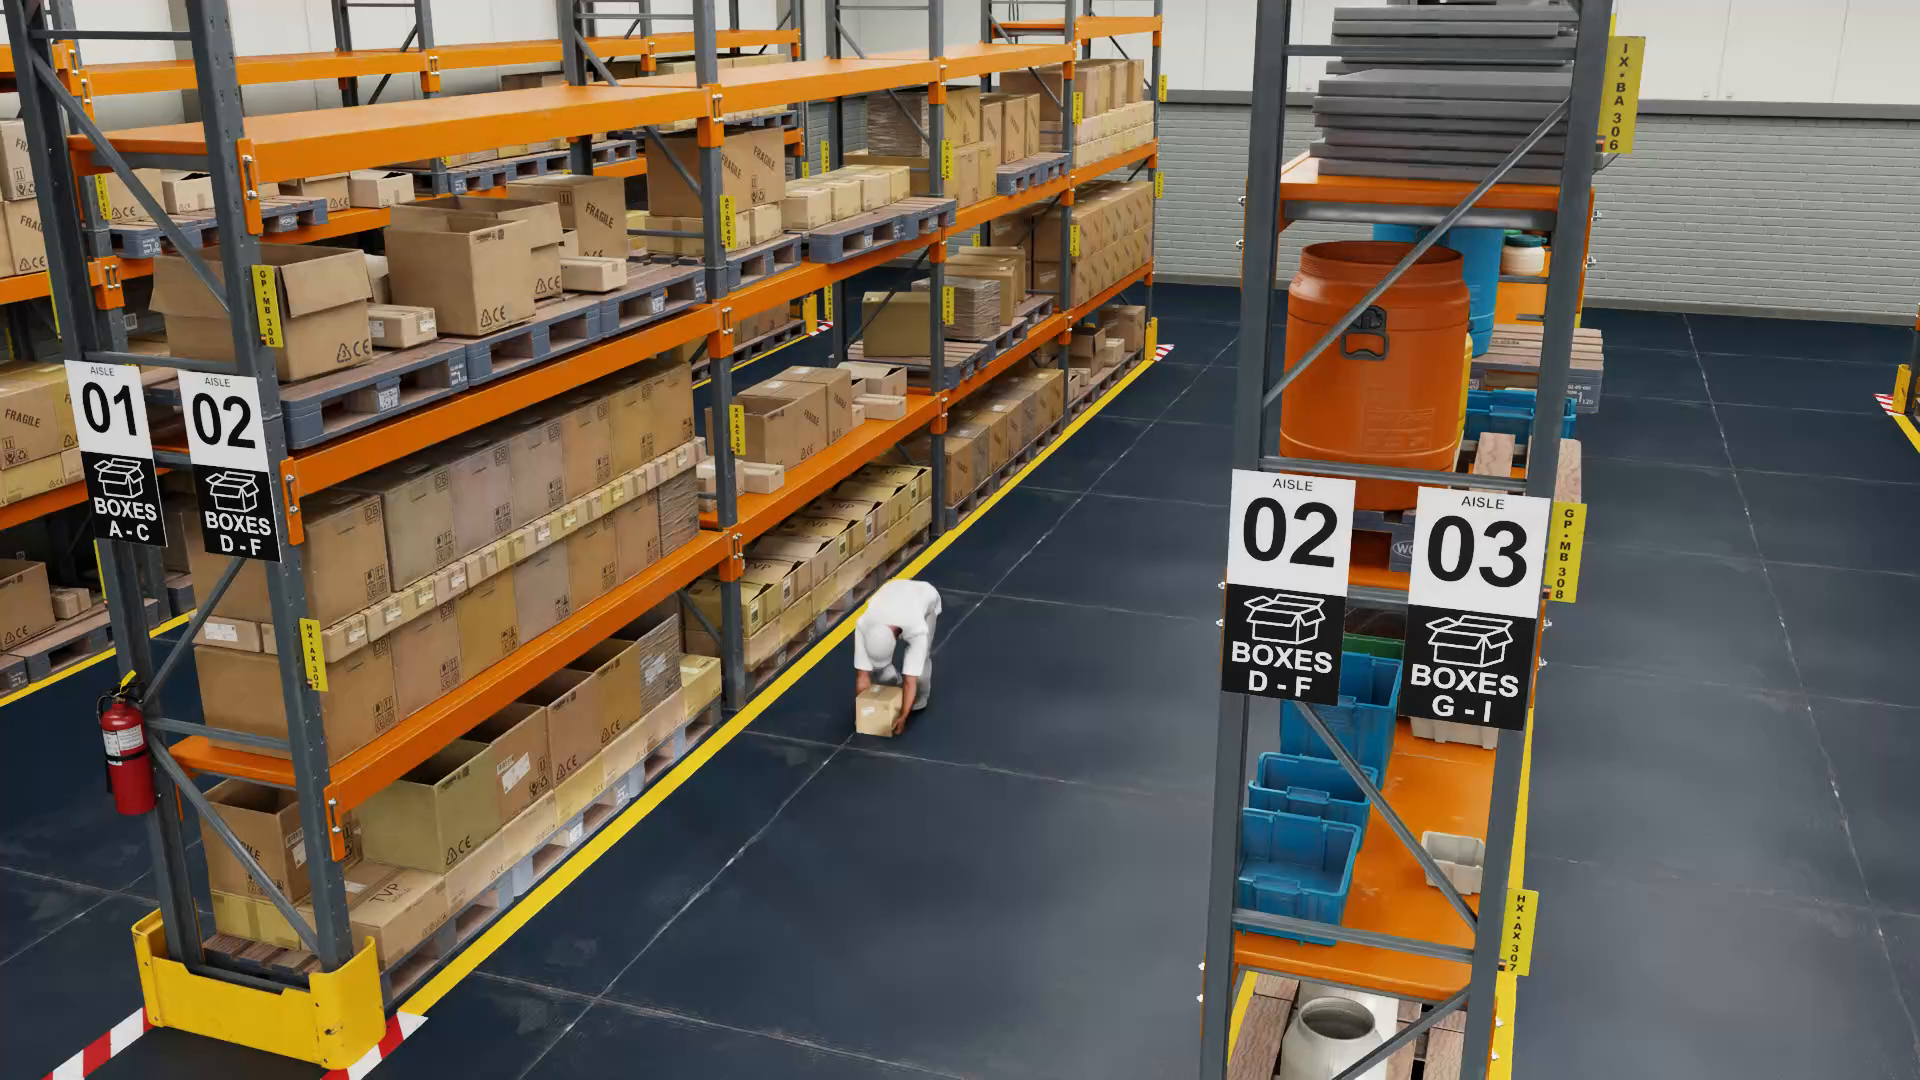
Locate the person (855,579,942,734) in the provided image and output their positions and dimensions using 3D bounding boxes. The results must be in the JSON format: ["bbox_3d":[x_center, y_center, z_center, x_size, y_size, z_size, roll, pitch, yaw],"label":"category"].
[{"bbox_3d":[-0.419,0.760,11.212,0.515,0.874,0.979,6,19,16],"label":"person"}]
